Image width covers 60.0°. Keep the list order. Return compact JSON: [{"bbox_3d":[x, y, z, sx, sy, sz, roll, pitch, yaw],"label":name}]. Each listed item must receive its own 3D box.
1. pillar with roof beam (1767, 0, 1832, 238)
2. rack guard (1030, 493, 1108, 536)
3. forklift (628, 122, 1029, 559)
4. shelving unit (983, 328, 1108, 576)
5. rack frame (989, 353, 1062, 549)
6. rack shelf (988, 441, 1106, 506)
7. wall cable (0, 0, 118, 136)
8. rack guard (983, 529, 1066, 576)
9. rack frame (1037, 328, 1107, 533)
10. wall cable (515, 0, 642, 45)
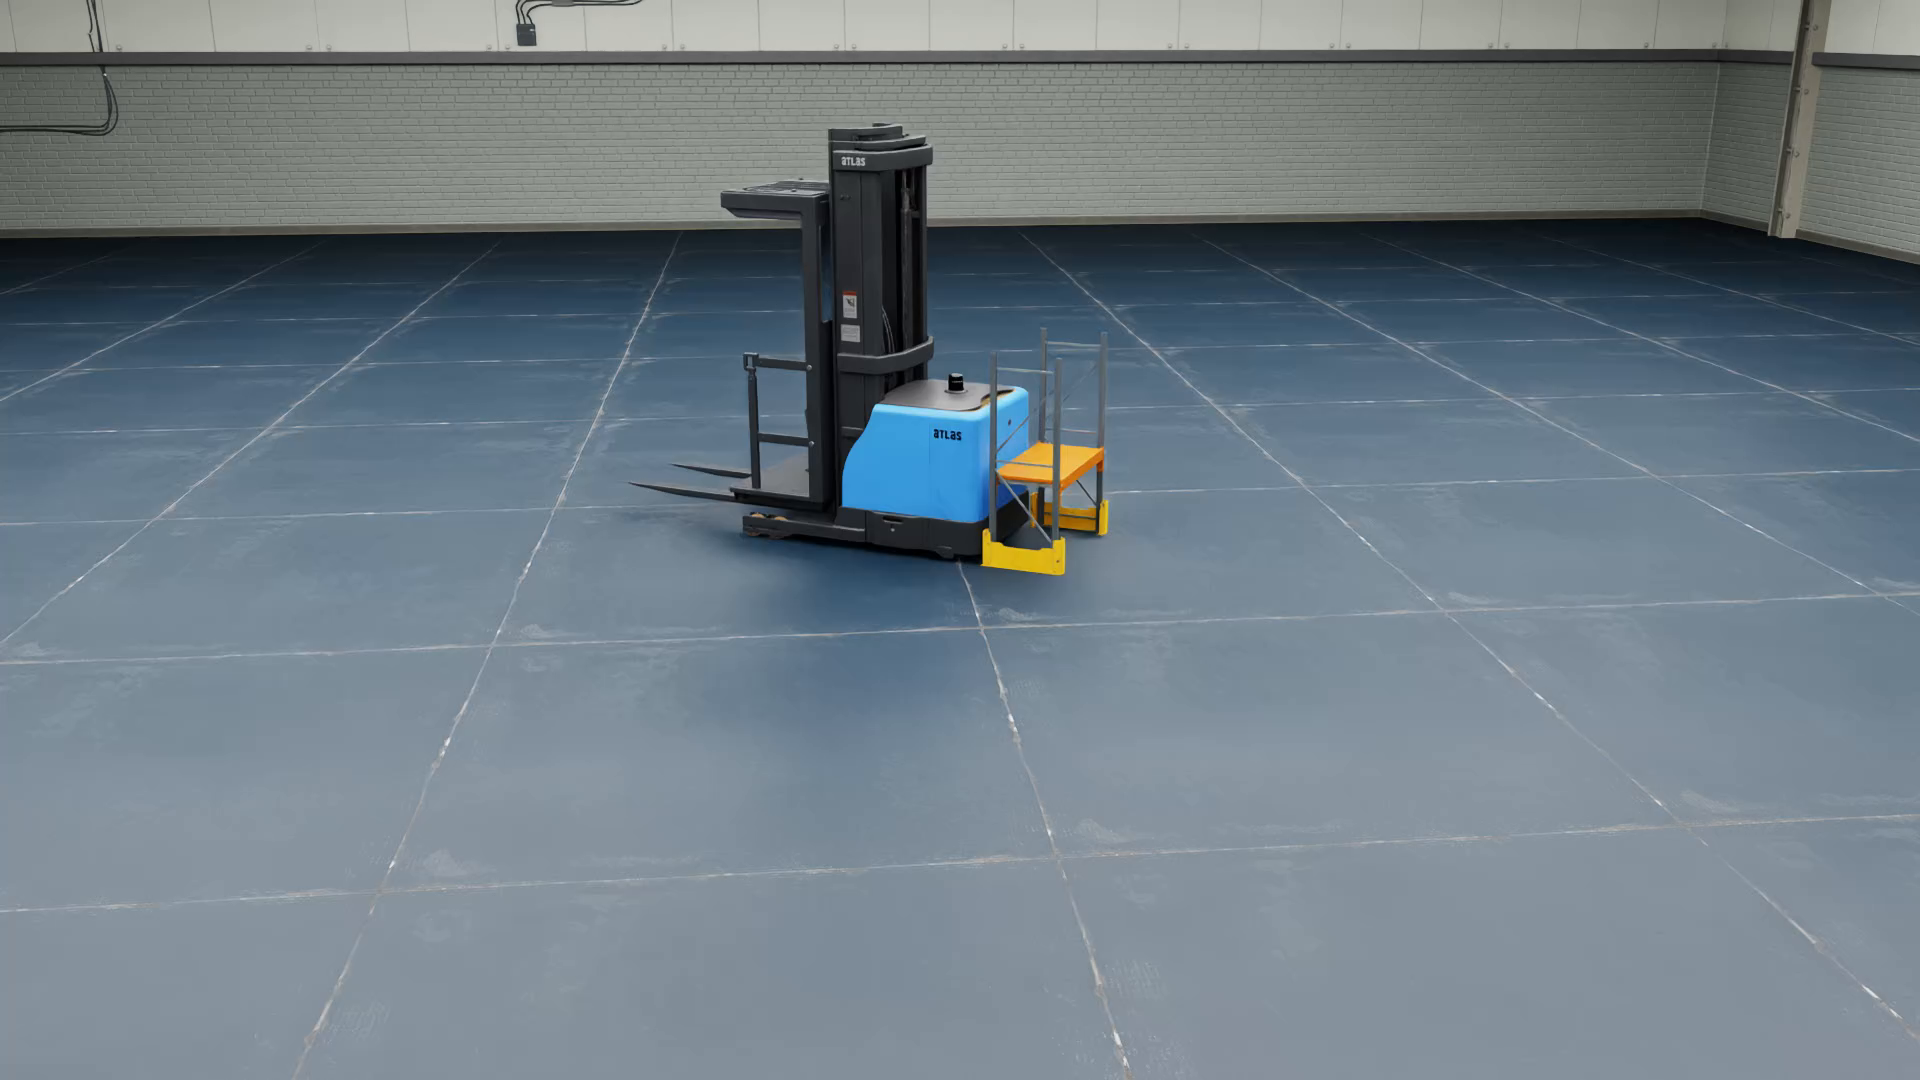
[{"bbox_3d":[10.096,-9.470,27.318,9.100,9.000,0.400,-2,18,-6],"label":"pillar with roof beam"},{"bbox_3d":[0.811,-0.194,12.378,0.587,0.250,0.087,7,19,21],"label":"rack guard"},{"bbox_3d":[-1.049,-1.538,12.182,3.031,2.935,1.130,8,19,23],"label":"forklift"},{"bbox_3d":[0.626,-0.652,11.749,0.587,1.500,1.083,7,19,21],"label":"shelving unit"},{"bbox_3d":[0.440,-0.513,11.307,0.500,1.500,0.032,7,19,21],"label":"rack frame"},{"bbox_3d":[0.629,-0.483,11.811,0.538,0.185,1.000,7,19,21],"label":"rack shelf"},{"bbox_3d":[-15.942,-8.067,28.033,3.097,2.526,0.112,-2,18,-6],"label":"wall cable"},{"bbox_3d":[0.440,0.083,11.496,0.587,0.250,0.087,7,19,21],"label":"rack guard"},{"bbox_3d":[0.818,-0.796,12.208,0.500,1.500,0.032,7,19,21],"label":"rack frame"},{"bbox_3d":[-6.498,-11.459,27.977,2.305,6.003,0.169,-2,18,-6],"label":"wall cable"}]
